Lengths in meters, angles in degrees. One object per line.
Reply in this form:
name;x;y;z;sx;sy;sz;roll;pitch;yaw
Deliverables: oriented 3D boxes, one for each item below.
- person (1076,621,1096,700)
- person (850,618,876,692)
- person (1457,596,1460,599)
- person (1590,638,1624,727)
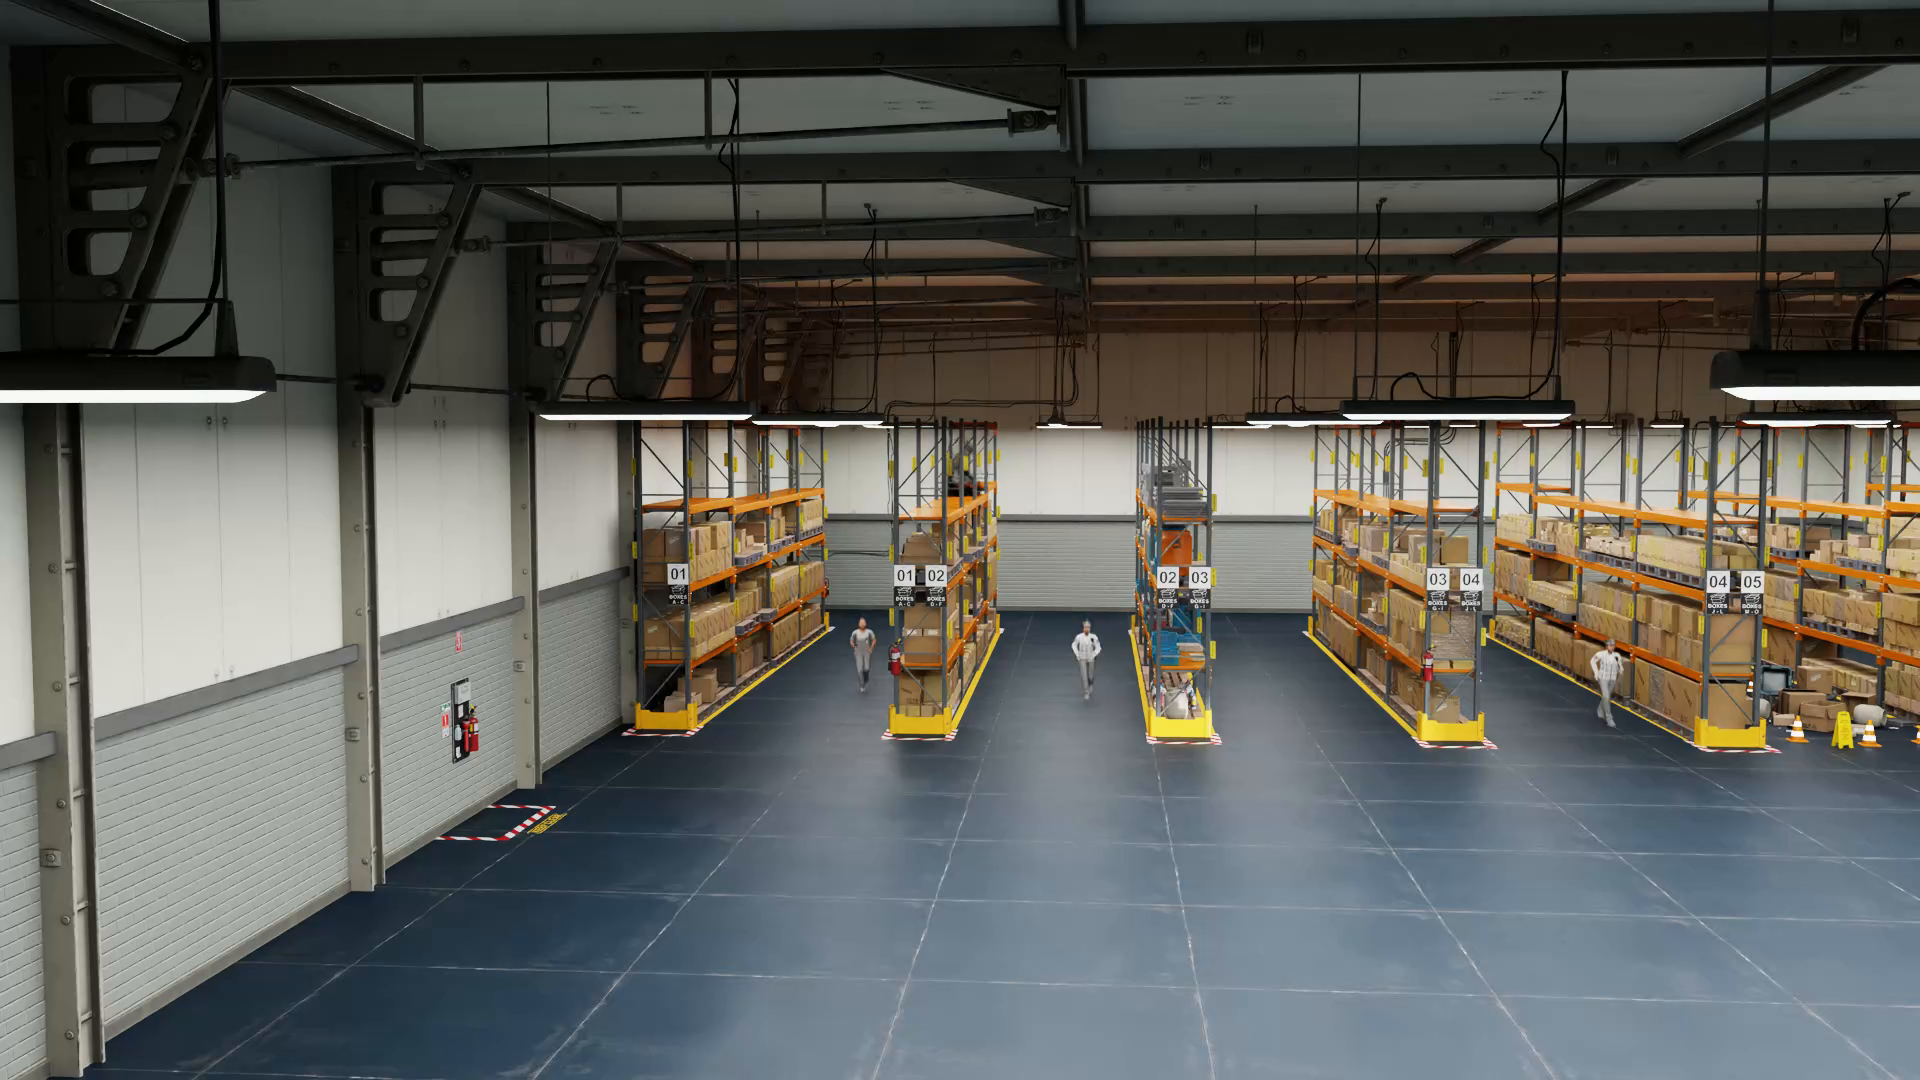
person;2.694;2.564;35.697;0.449;1.681;0.663;0;4;4
person;-2.129;2.533;36.501;0.575;1.609;0.540;0;4;-4
person;13.594;1.868;46.365;0.671;1.761;0.705;3;5;38
person;12.692;2.756;32.619;0.568;1.700;0.923;0;4;-4
